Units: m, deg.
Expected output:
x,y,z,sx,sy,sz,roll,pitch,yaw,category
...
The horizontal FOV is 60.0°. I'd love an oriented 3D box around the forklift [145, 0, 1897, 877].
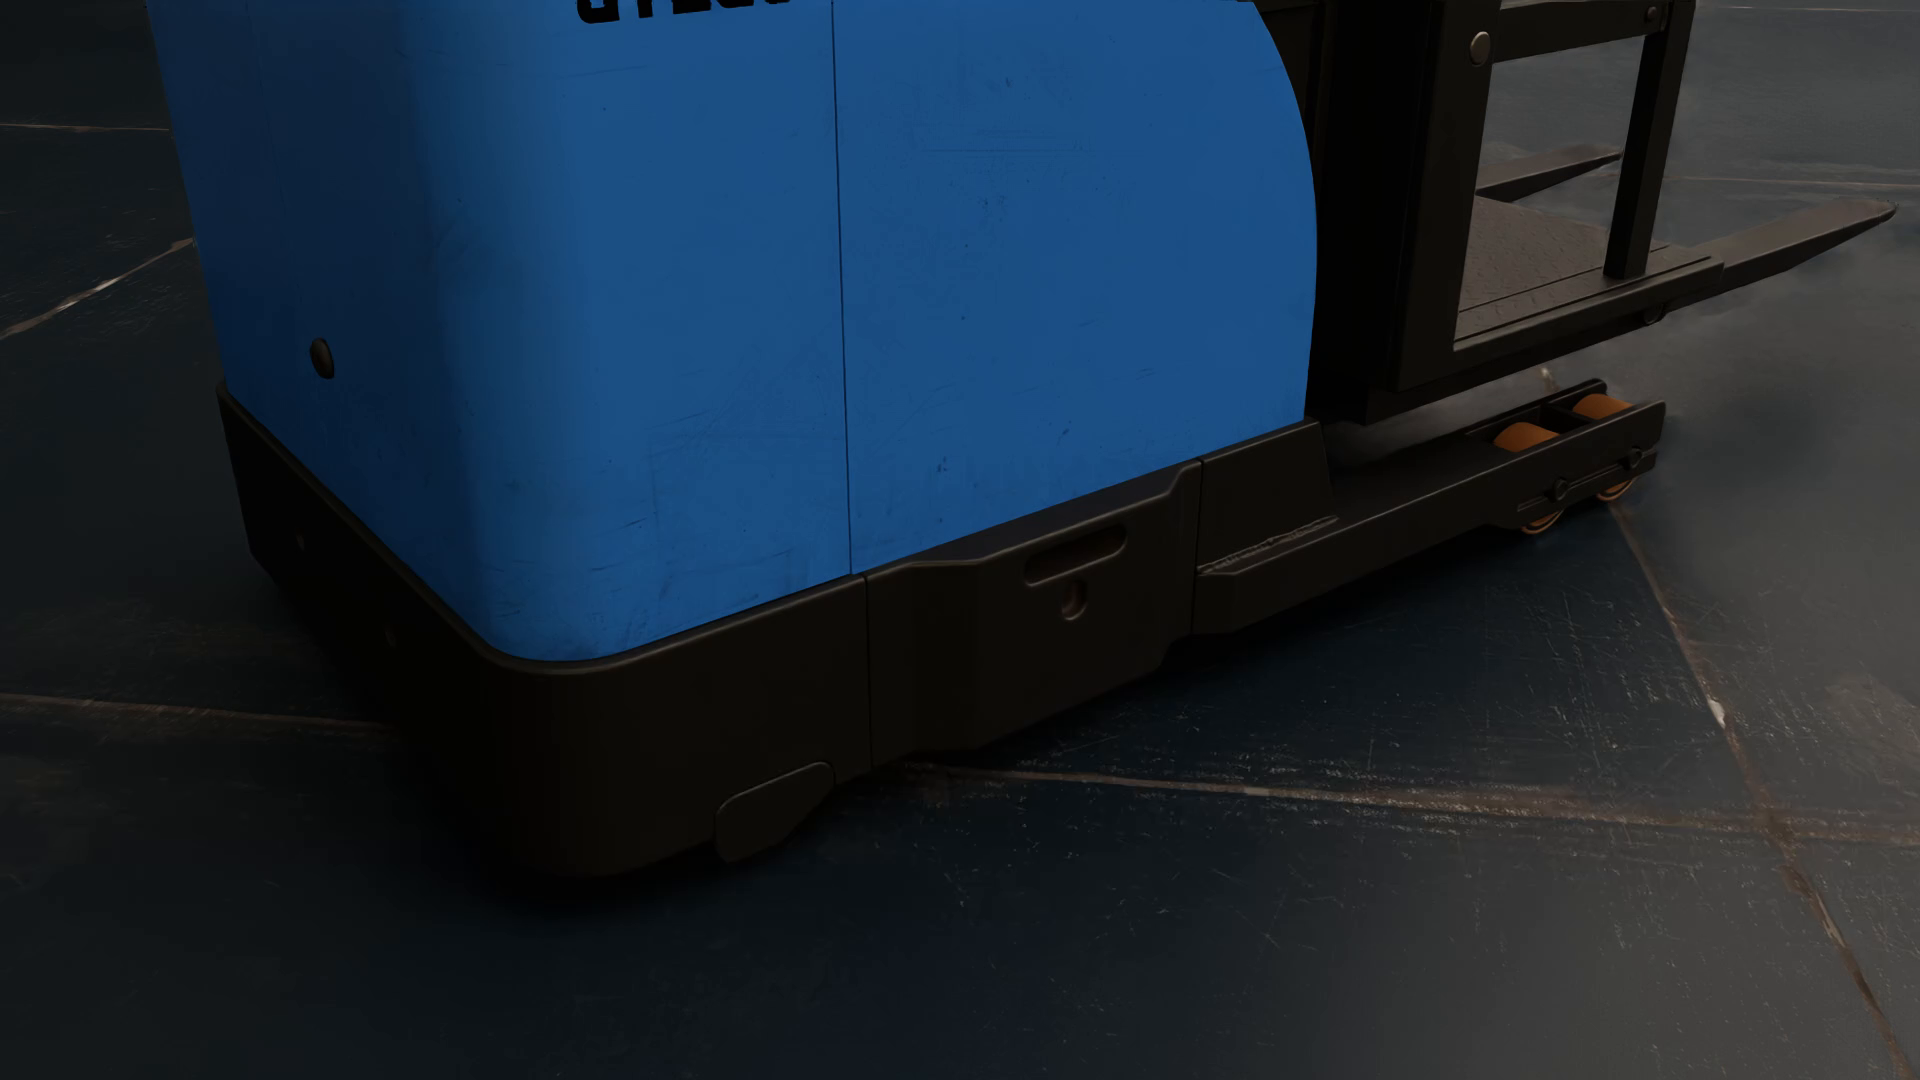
x,y,z,sx,sy,sz,roll,pitch,yaw,category
0.482,-1.488,2.199,3.031,2.935,1.130,-19,32,-33,forklift
